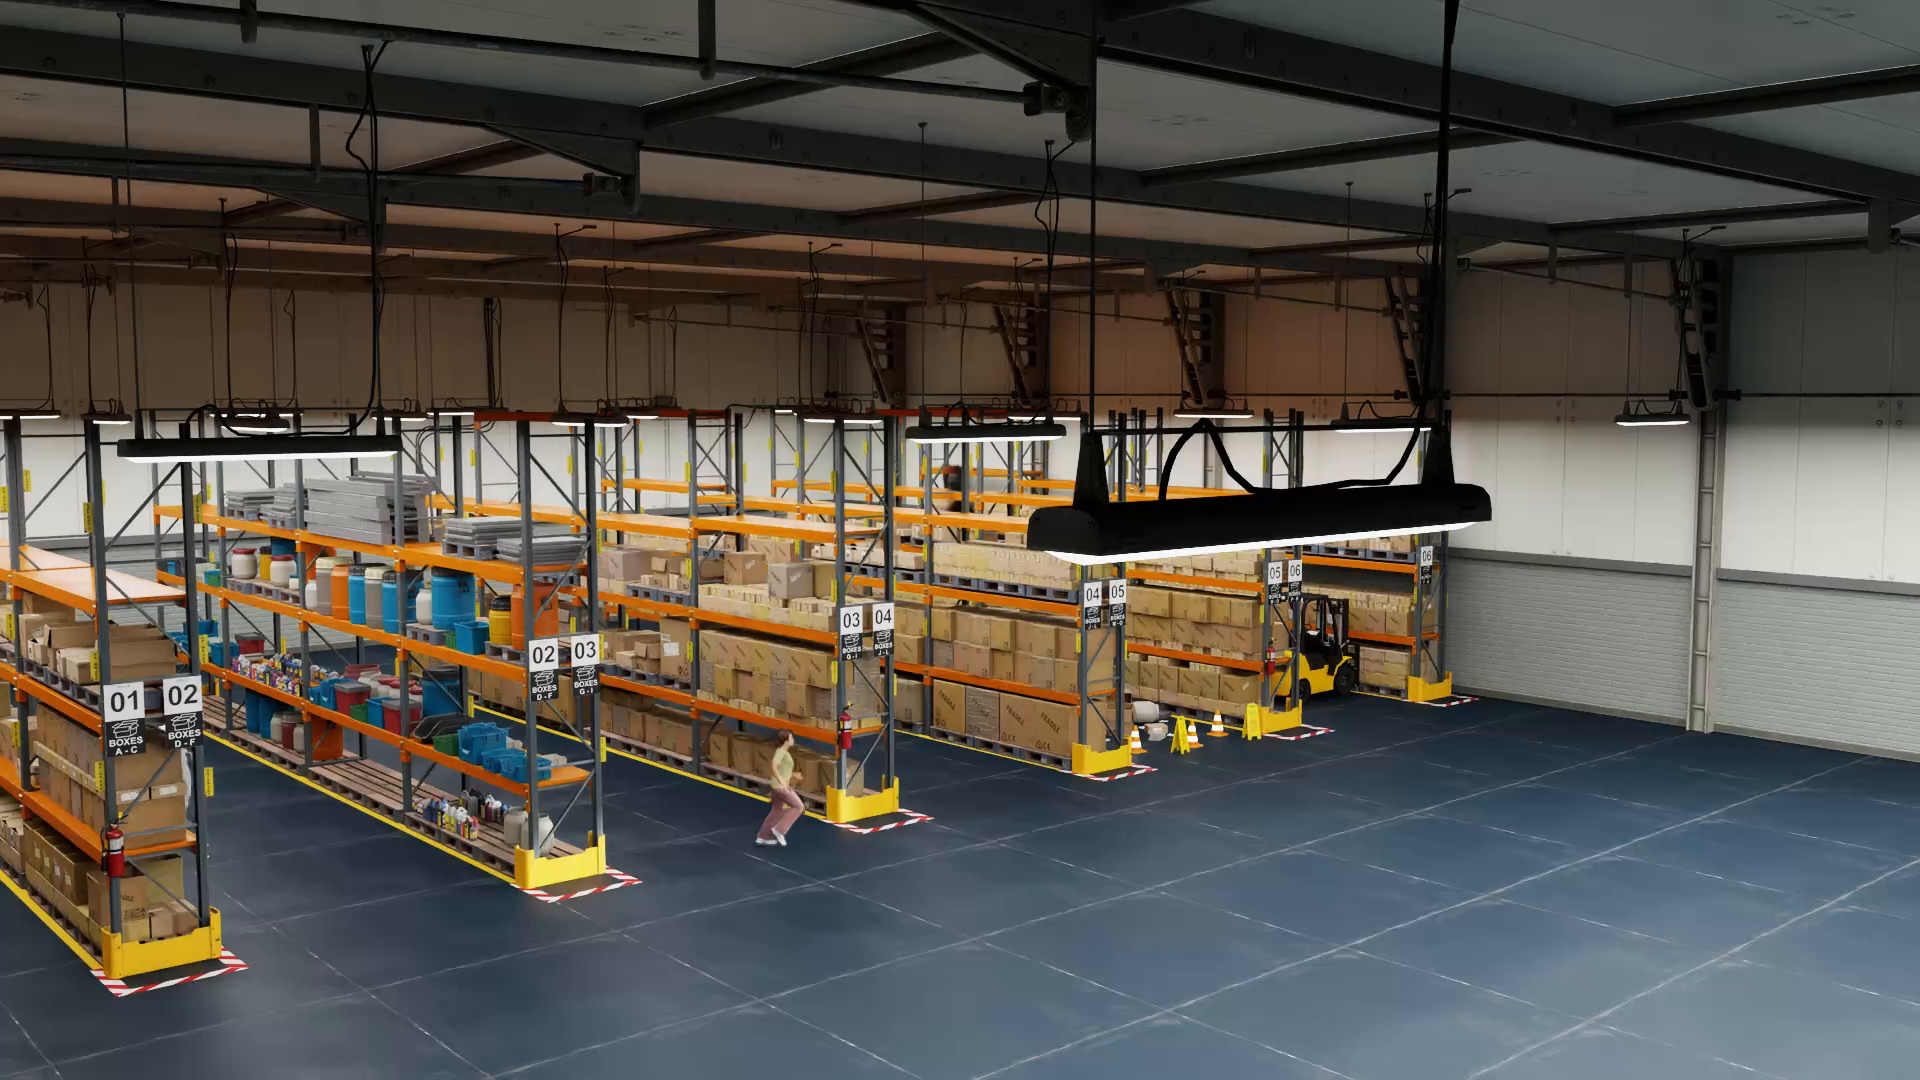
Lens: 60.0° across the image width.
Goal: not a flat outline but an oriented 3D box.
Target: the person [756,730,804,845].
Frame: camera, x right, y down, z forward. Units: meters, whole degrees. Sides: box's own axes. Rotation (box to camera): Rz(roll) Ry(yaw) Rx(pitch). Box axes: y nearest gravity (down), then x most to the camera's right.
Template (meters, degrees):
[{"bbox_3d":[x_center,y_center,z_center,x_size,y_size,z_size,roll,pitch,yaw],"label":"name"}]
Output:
[{"bbox_3d":[-2.514,3.469,23.278,0.695,1.622,0.533,-1,5,-14],"label":"person"}]

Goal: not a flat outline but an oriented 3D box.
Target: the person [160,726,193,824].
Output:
[{"bbox_3d":[-11.586,3.318,24.481,0.706,1.751,0.663,3,6,27],"label":"person"}]
